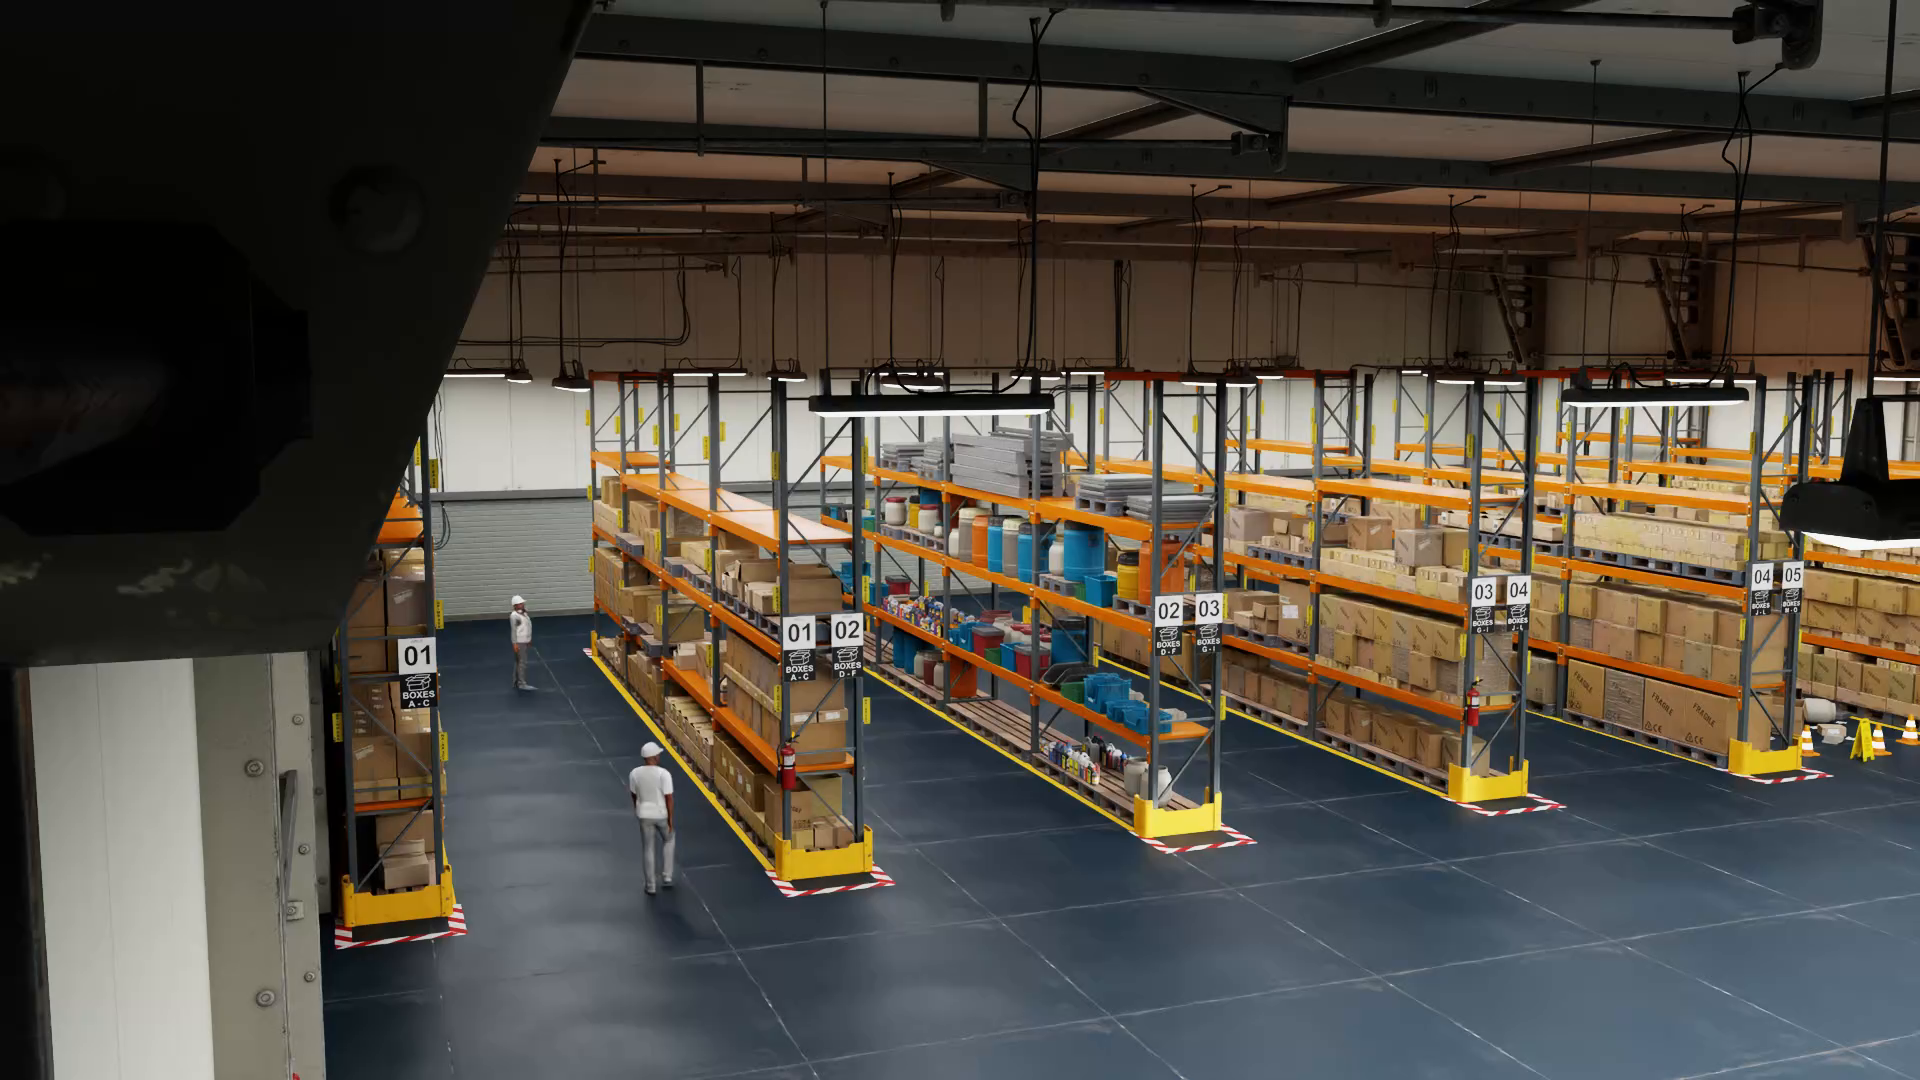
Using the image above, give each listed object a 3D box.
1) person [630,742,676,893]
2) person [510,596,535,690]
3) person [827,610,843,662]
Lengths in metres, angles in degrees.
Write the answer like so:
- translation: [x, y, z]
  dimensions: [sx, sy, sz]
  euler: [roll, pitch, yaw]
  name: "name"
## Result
- translation: [-3.618, 3.275, 19.645]
  dimensions: [0.539, 1.812, 0.533]
  euler: [0, 6, -2]
  name: "person"
- translation: [-8.306, 1.936, 31.544]
  dimensions: [0.425, 1.783, 0.552]
  euler: [-1, 7, -12]
  name: "person"
- translation: [-2.415, 1.847, 32.336]
  dimensions: [0.428, 1.717, 0.615]
  euler: [-6, 9, -43]
  name: "person"
